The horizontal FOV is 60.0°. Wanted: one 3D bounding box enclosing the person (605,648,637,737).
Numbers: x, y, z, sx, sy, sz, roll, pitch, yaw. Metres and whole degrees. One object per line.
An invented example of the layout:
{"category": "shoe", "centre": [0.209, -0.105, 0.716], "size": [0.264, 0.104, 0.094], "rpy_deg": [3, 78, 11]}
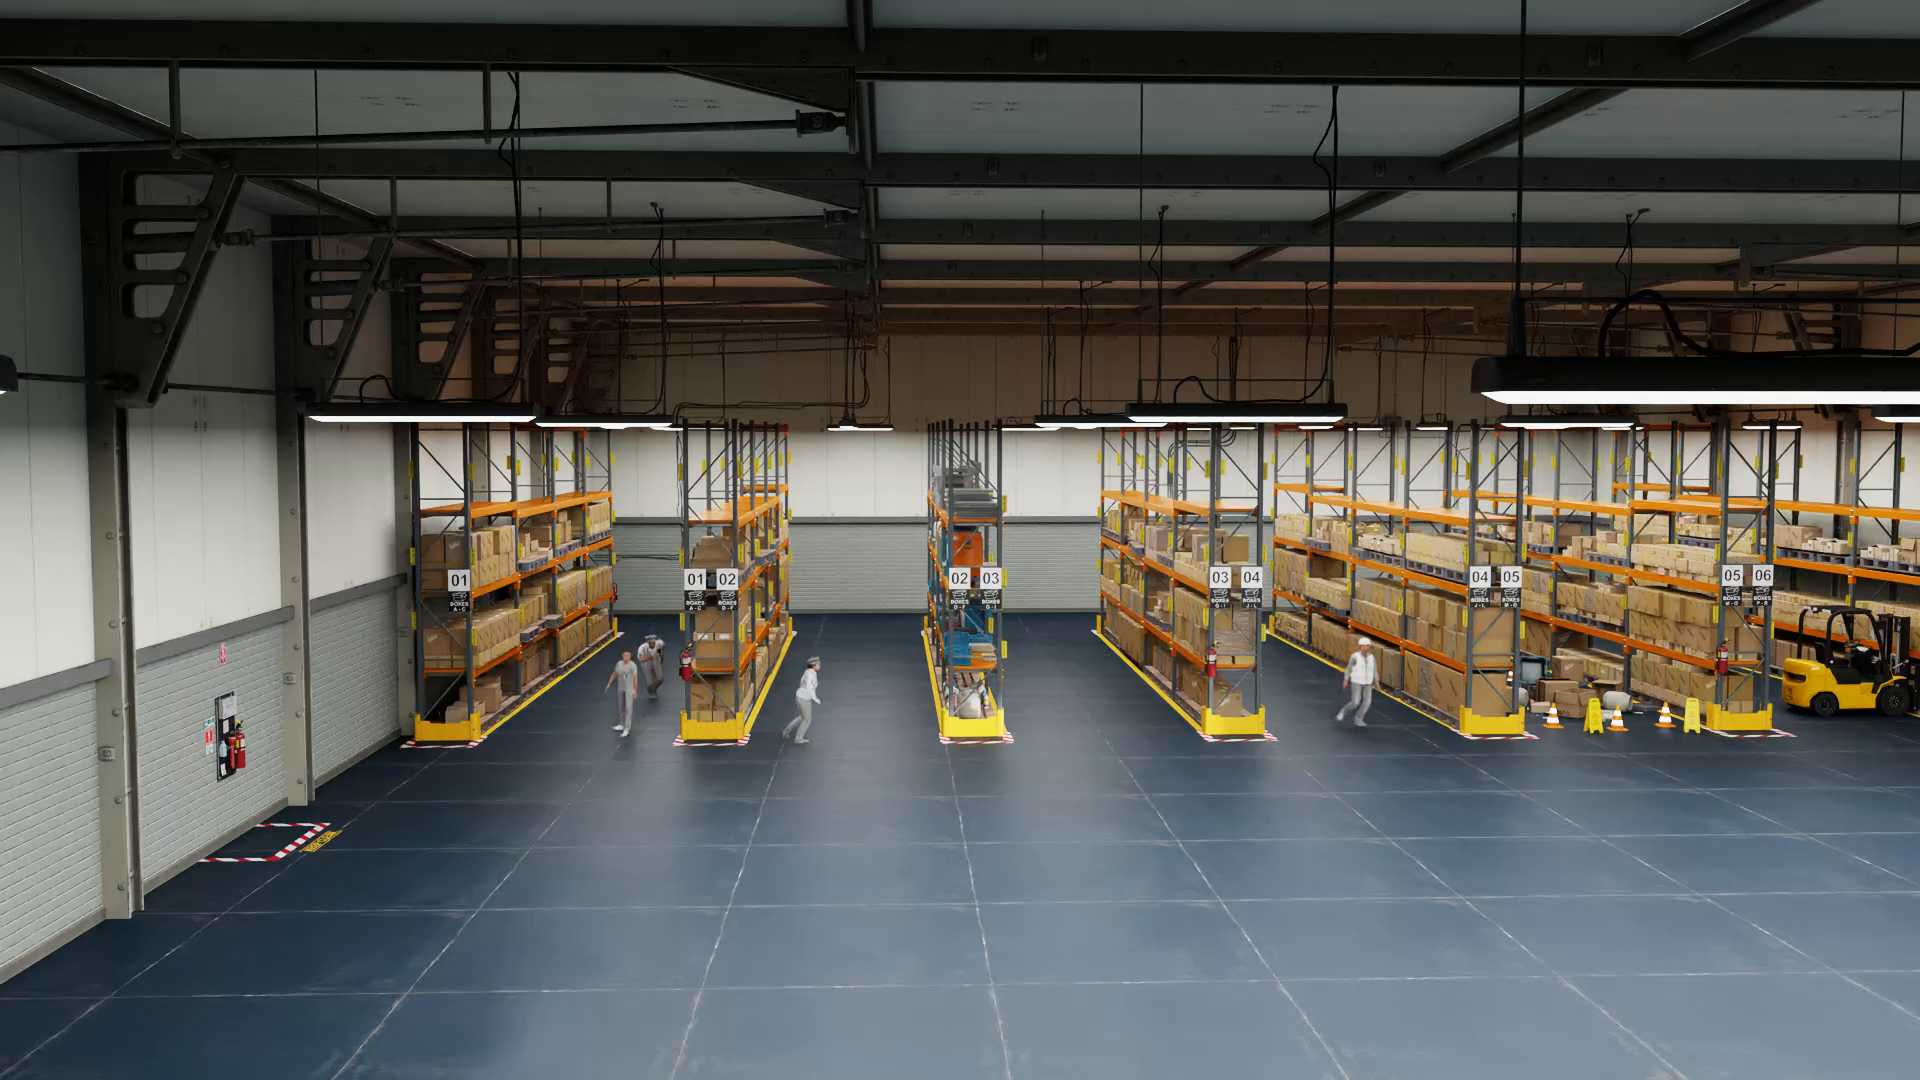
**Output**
{"category": "person", "centre": [-6.447, 2.867, 31.677], "size": [0.656, 1.655, 0.770], "rpy_deg": [1, 4, 19]}

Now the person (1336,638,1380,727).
{"category": "person", "centre": [7.773, 2.769, 32.492], "size": [0.766, 1.731, 0.569], "rpy_deg": [-1, 4, -17]}

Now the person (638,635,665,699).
{"category": "person", "centre": [-6.574, 2.717, 35.499], "size": [0.652, 1.466, 1.003], "rpy_deg": [-1, 4, -21]}

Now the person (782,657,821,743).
{"category": "person", "centre": [-2.915, 2.956, 30.687], "size": [0.703, 1.604, 0.575], "rpy_deg": [-1, 4, -15]}
